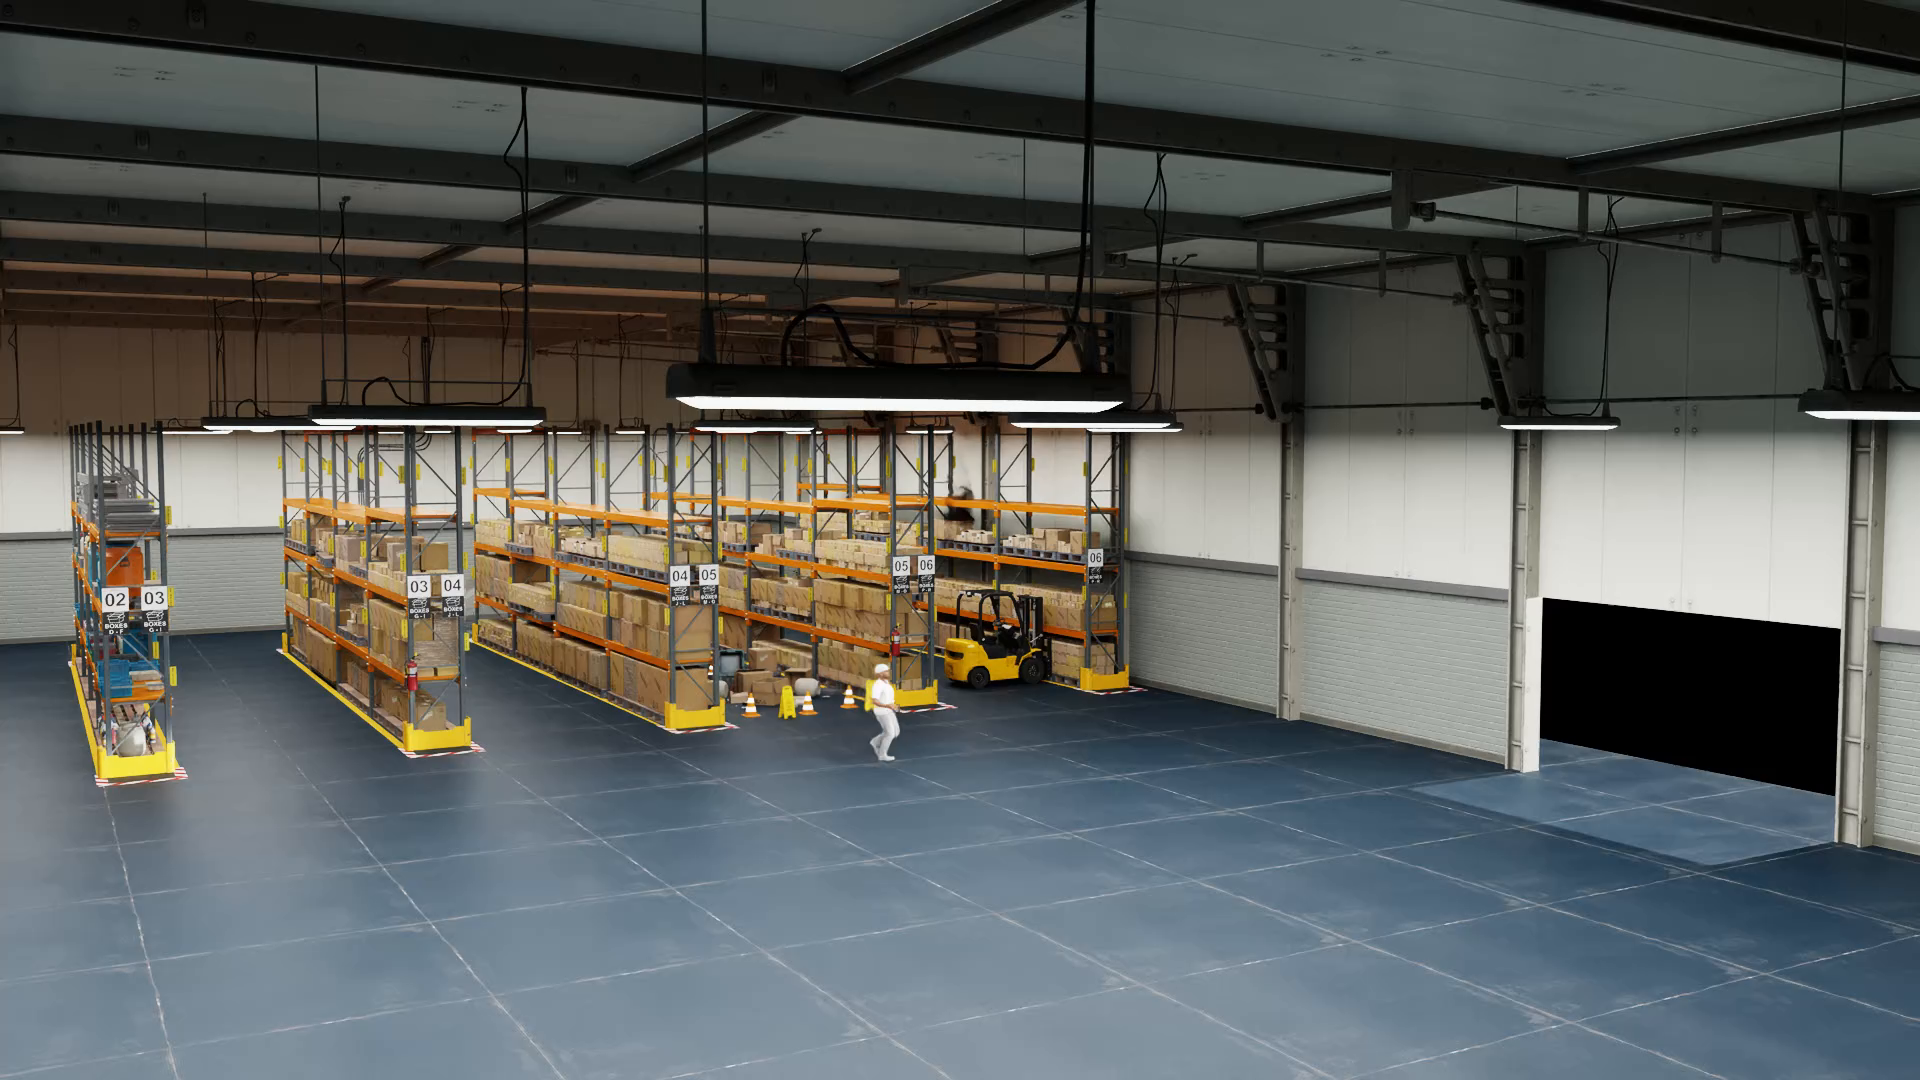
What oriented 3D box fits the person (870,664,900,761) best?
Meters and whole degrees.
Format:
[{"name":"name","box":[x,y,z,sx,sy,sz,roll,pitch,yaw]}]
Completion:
[{"name":"person","box":[-1.331,3.043,29.400,0.600,1.719,0.695,1,4,14]}]
